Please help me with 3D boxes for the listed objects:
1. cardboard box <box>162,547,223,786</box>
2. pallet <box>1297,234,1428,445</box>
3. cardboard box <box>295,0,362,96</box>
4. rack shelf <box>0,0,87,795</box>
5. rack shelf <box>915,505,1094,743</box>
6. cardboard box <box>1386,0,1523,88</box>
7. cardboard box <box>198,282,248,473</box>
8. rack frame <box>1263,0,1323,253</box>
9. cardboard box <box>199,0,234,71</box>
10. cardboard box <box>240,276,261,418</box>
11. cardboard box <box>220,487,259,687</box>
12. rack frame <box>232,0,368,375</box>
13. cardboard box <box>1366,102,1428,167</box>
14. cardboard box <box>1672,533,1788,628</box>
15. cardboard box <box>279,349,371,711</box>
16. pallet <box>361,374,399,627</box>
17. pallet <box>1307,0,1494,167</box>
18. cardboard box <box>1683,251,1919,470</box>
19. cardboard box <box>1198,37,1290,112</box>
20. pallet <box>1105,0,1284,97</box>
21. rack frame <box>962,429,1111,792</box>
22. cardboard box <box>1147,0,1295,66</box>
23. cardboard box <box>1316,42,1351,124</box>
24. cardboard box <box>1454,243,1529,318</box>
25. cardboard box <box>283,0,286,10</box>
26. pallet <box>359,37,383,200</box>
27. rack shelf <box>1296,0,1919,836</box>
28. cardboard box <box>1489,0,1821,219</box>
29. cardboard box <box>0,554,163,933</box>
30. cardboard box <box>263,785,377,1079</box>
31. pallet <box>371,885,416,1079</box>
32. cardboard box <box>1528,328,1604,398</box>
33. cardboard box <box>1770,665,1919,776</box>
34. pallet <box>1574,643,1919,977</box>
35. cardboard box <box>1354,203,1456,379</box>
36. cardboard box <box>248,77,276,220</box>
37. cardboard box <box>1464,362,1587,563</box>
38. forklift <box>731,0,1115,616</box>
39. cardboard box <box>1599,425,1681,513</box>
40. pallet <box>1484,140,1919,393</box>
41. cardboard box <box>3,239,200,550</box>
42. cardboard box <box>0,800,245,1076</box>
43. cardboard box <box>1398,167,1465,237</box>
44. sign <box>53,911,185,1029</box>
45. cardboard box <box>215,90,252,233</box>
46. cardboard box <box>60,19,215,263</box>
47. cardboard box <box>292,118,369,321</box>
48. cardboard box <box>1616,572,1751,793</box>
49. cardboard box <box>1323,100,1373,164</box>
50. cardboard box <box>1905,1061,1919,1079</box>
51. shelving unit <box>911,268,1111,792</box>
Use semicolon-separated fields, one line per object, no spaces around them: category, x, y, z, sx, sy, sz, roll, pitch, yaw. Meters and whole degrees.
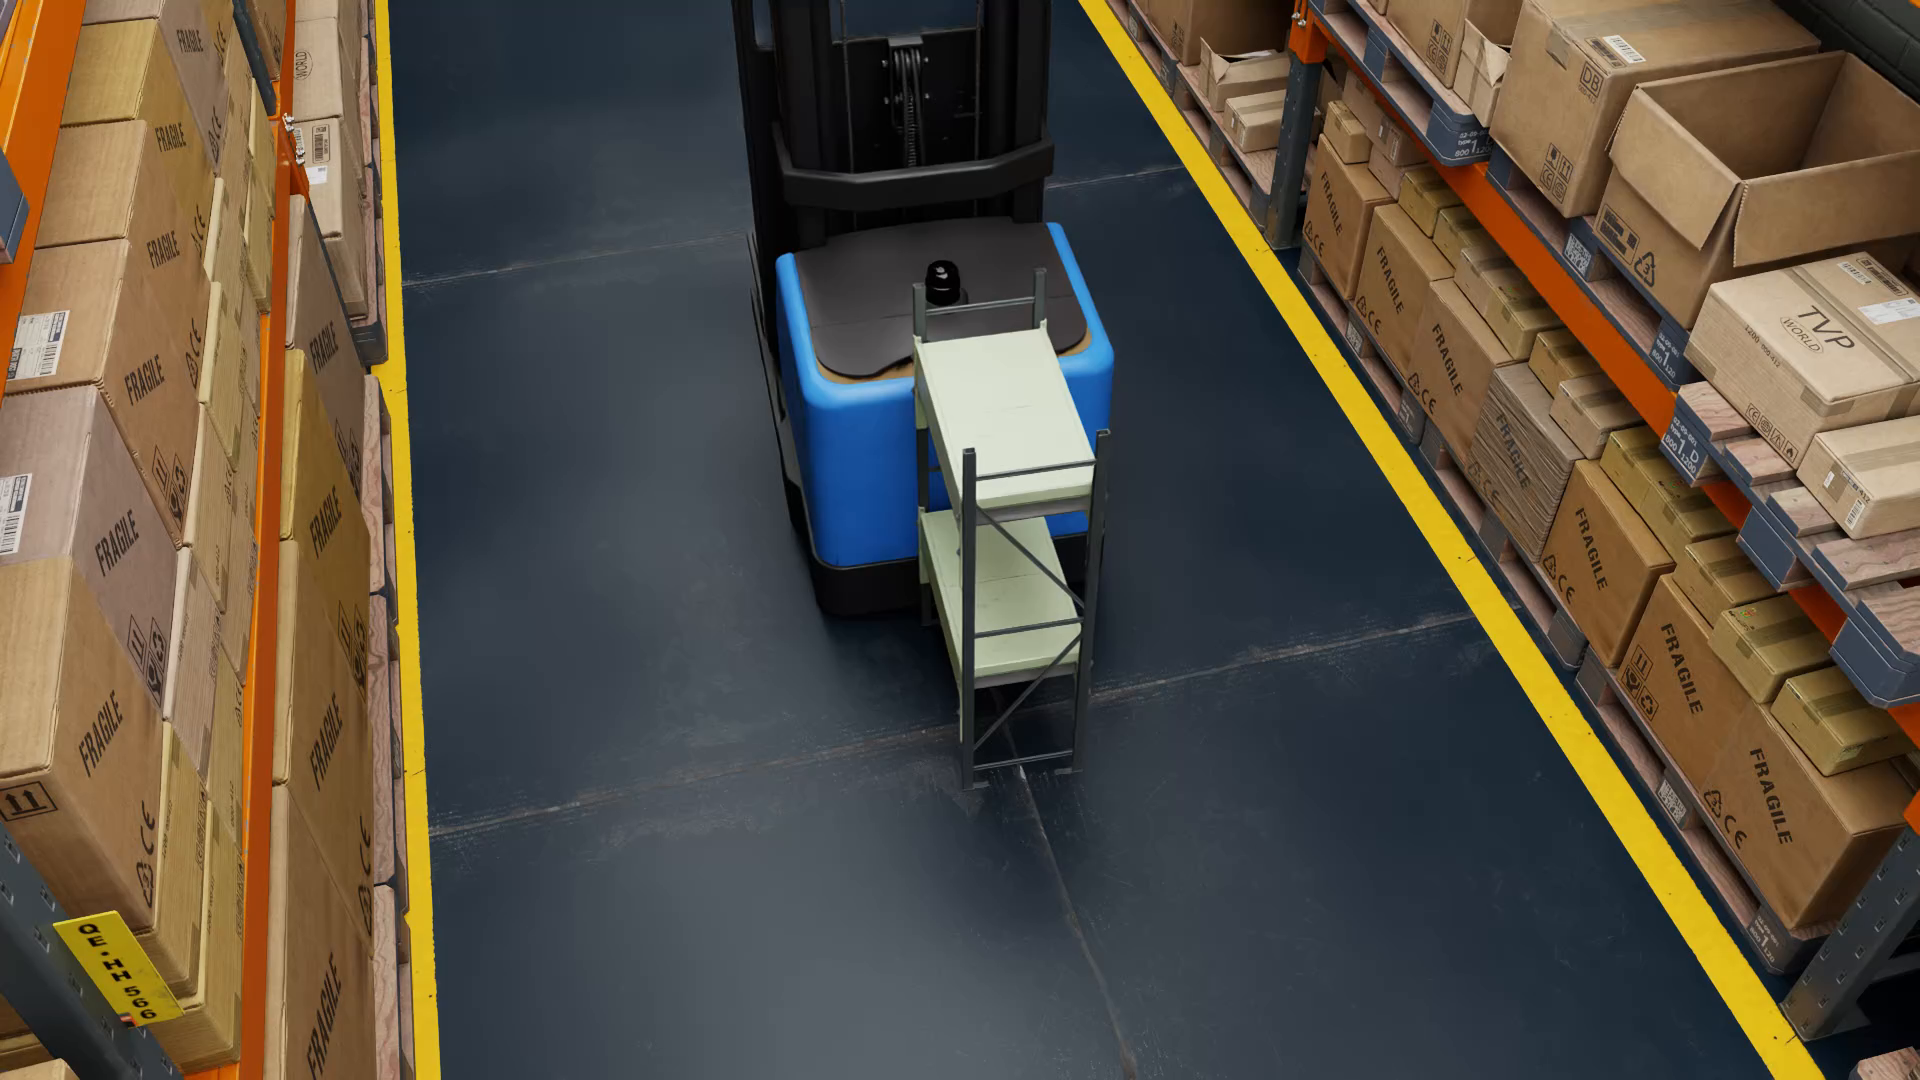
cardboard box;-1.911;0.312;3.599;0.500;0.250;0.500;-10;46;-9
pallet;2.129;-0.954;7.038;1.003;0.211;1.213;-11;47;-10
cardboard box;-3.429;-2.519;8.119;0.875;0.438;0.875;-10;46;-9
rack shelf;-2.401;-0.992;3.526;1.077;0.370;4.000;-11;47;-10
rack shelf;0.132;0.236;5.425;0.431;0.370;0.720;-8;46;-8
cardboard box;1.925;-1.935;5.682;0.700;0.500;0.500;-10;46;-10
cardboard box;-2.144;-0.387;4.284;0.500;0.250;0.500;-10;46;-10
rack frame;1.885;-2.485;6.585;1.000;3.000;0.127;-11;47;-10
cardboard box;-2.556;-1.697;5.043;0.500;0.500;0.500;-9;46;-9
cardboard box;-2.314;-0.555;4.799;0.500;0.250;0.500;-12;47;-11
cardboard box;-2.048;0.141;4.117;0.500;0.250;0.500;-9;46;-9
rack frame;-2.913;-1.575;5.693;1.000;3.000;0.127;-11;47;-10
cardboard box;1.832;-1.621;6.533;0.380;0.149;0.250;-13;47;-12
cardboard box;2.413;0.110;5.044;0.380;0.149;0.250;-12;47;-12
cardboard box;-2.438;0.057;5.287;0.875;0.875;0.875;-9;46;-9
pallet;-2.642;-0.080;6.181;1.003;0.211;1.213;-11;47;-10
pallet;1.984;-1.846;6.094;1.003;0.211;1.213;-11;47;-10
cardboard box;2.326;-0.487;4.438;0.500;0.250;0.500;-13;47;-12
cardboard box;1.367;-2.253;7.978;0.396;0.266;0.258;-9;46;-9
pallet;1.394;-2.827;8.873;1.003;0.211;1.213;-11;47;-10
rack frame;0.204;0.264;4.941;0.400;1.500;0.023;-8;46;-8
cardboard box;1.373;-2.765;8.316;0.700;0.500;0.500;-12;47;-12
cardboard box;1.944;-2.190;7.885;0.500;0.311;0.500;-9;46;-9
cardboard box;2.053;-0.970;6.102;0.380;0.149;0.250;-11;47;-10
cardboard box;-2.905;-2.330;6.363;0.500;0.500;0.500;-10;47;-10
pallet;-3.348;-1.982;8.045;1.003;0.211;1.213;-11;47;-10
rack shelf;2.397;-0.853;5.489;1.077;0.370;4.000;-11;47;-10
cardboard box;2.126;-1.393;5.151;0.700;0.500;0.500;-11;47;-11
cardboard box;-1.779;0.416;2.972;0.500;0.500;0.500;-12;47;-12
cardboard box;-1.985;1.291;4.078;0.875;0.875;0.875;-11;47;-11
pallet;-2.018;1.605;4.530;1.003;0.211;1.213;-11;47;-10
cardboard box;2.211;-0.617;5.756;0.380;0.149;0.250;-11;47;-10
cardboard box;2.537;0.483;4.679;0.380;0.149;0.250;-13;47;-12
pallet;2.754;0.730;5.387;1.003;0.211;1.213;-11;47;-10
cardboard box;1.937;-1.016;6.602;0.500;0.500;0.500;-11;47;-11
cardboard box;-2.554;-1.259;5.489;0.500;0.250;0.500;-12;47;-11
cardboard box;2.187;-0.312;5.911;0.500;0.500;0.500;-12;47;-12
forklift;-0.277;-1.828;5.989;1.130;2.935;3.031;-8;46;-8
cardboard box;2.325;-0.253;5.399;0.380;0.149;0.250;-11;47;-11
pallet;2.406;-0.998;5.262;1.003;0.211;1.213;-11;47;-10
cardboard box;-2.032;-0.284;3.658;0.500;0.500;0.500;-9;46;-9
cardboard box;-1.771;0.855;3.417;0.500;0.250;0.500;-11;47;-11
cardboard box;1.942;-1.336;6.461;0.380;0.149;0.250;-13;47;-12
sign;-1.366;0.703;2.705;0.100;0.325;0.005;-11;47;-10
cardboard box;-2.430;-1.094;4.977;0.500;0.250;0.500;-10;46;-9
cardboard box;-2.305;-0.988;4.348;0.500;0.500;0.500;-9;46;-9
cardboard box;-2.970;-1.278;6.902;0.875;0.438;0.875;-11;47;-11
cardboard box;2.475;0.404;5.210;0.500;0.500;0.500;-11;47;-11
cardboard box;1.719;-1.688;6.806;0.380;0.149;0.250;-9;46;-8
cardboard box;3.055;1.394;4.153;0.875;0.625;0.625;-9;46;-9
shelving unit;0.132;0.008;5.192;0.431;1.500;0.755;-8;46;-8
